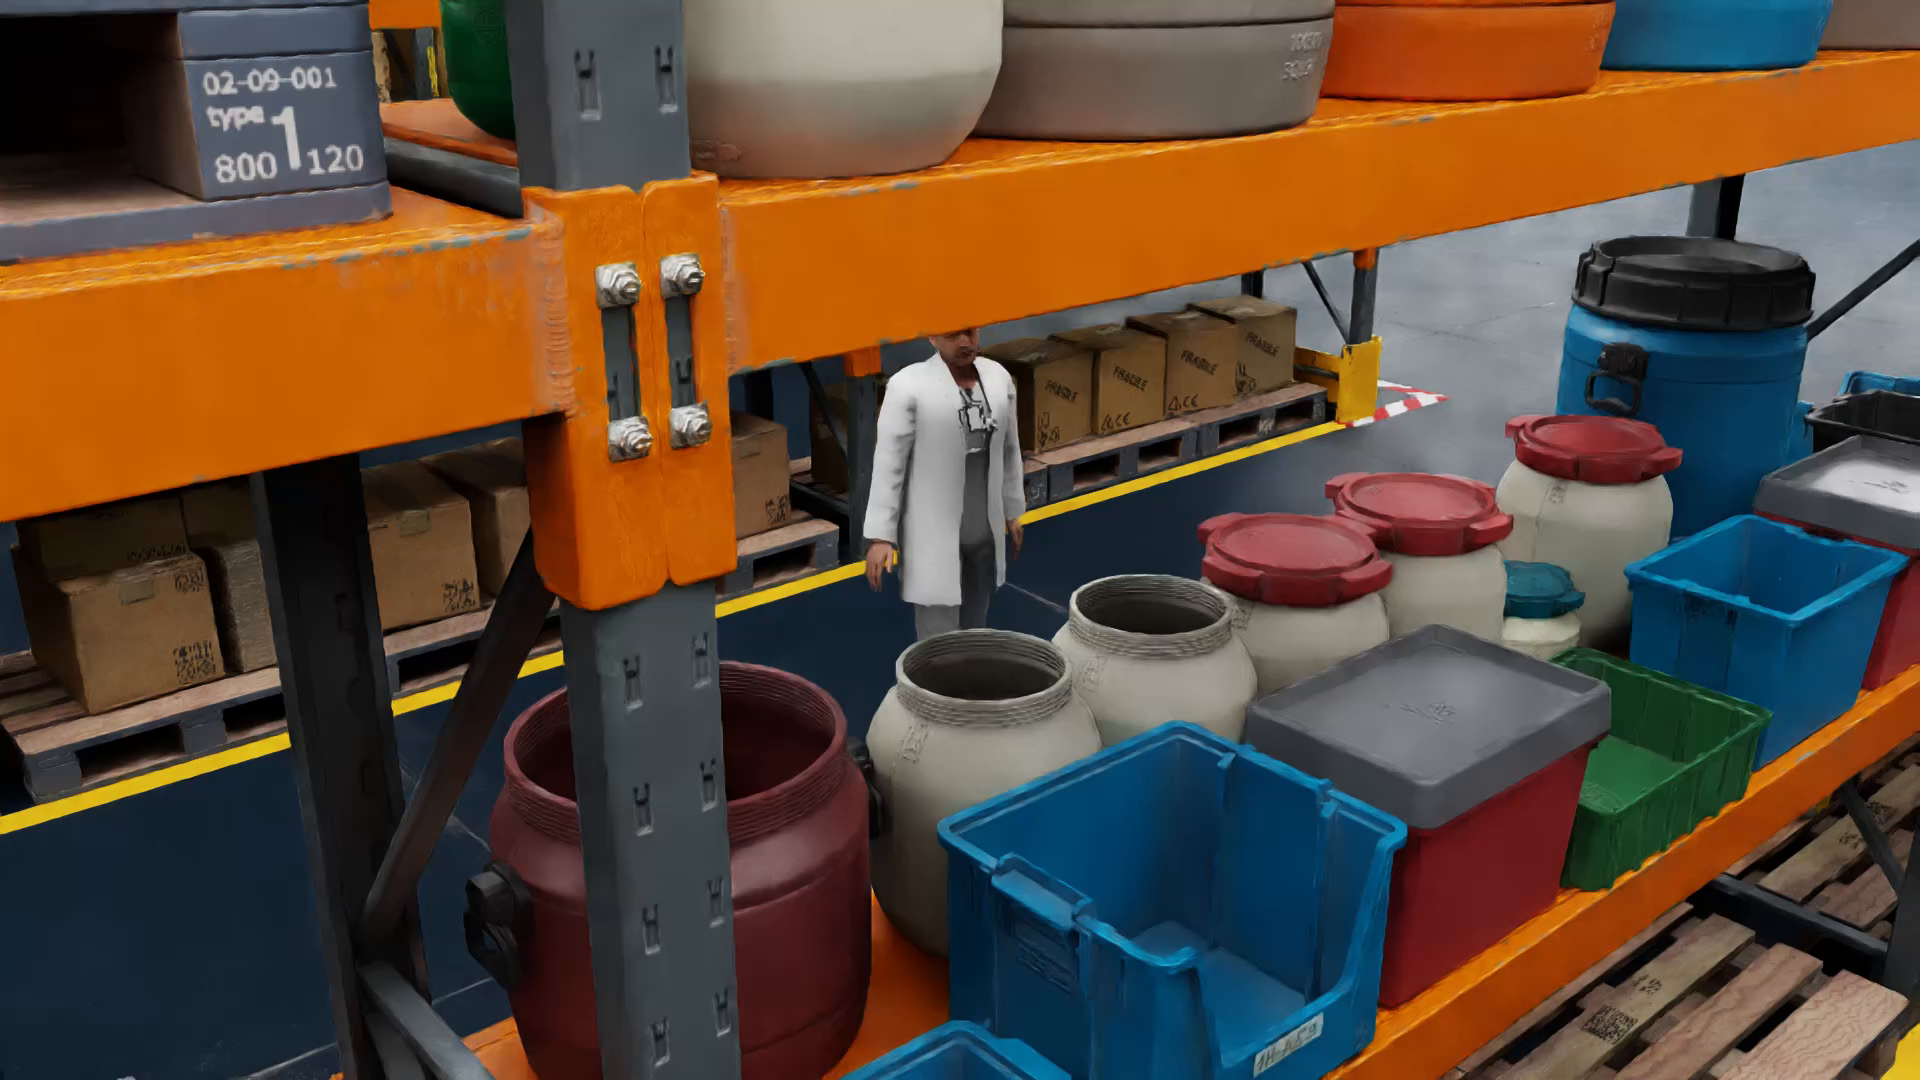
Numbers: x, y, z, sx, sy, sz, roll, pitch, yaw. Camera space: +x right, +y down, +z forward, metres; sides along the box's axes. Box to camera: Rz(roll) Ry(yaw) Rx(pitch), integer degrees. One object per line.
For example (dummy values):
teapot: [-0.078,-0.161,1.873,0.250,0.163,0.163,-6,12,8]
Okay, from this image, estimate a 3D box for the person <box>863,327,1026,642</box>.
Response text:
person: [-0.023,-0.022,6.104,0.738,1.770,0.642,-15,26,-35]
